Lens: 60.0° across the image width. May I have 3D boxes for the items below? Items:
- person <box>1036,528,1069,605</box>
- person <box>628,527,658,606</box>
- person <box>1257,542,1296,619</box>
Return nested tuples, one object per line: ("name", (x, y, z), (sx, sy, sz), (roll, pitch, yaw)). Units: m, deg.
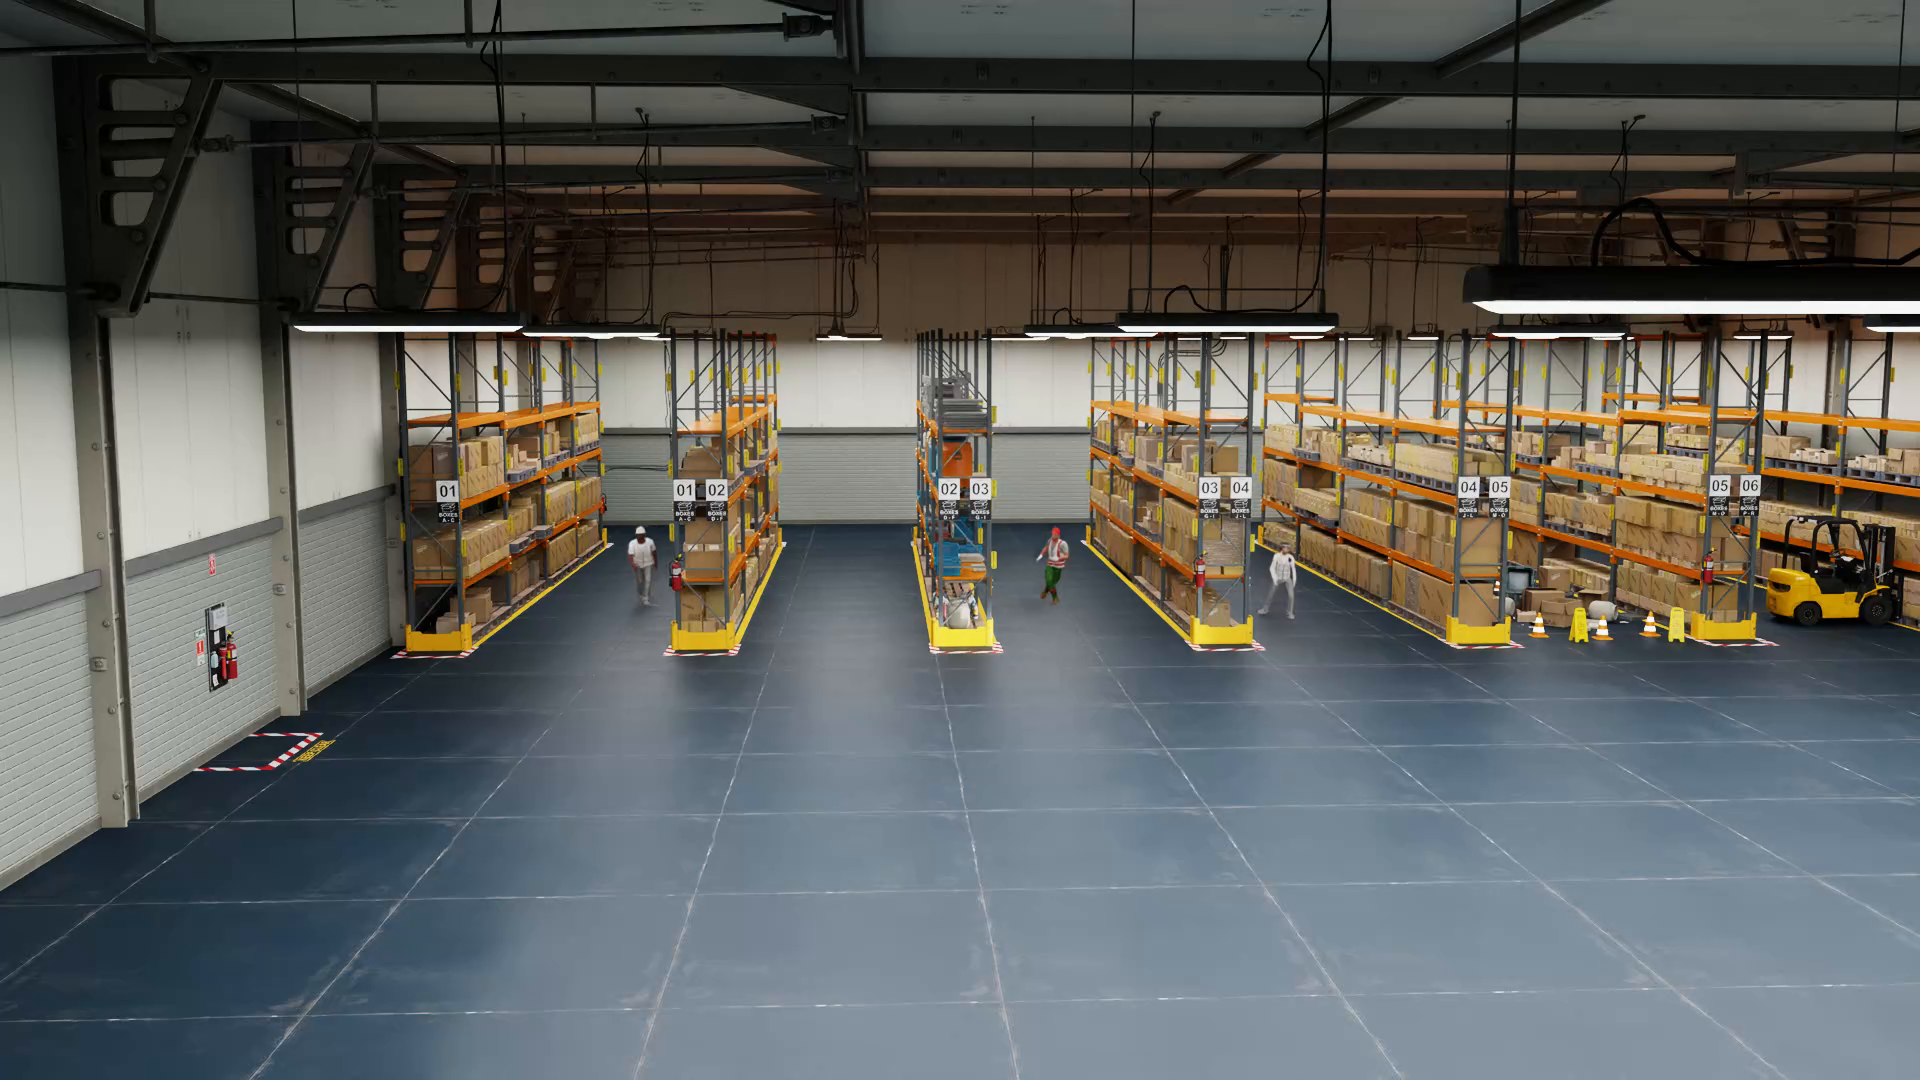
("person", (2.062, 0.568, 36.761), (0.786, 1.725, 0.698), (2, 7, 17))
("person", (-6.928, 0.557, 36.308), (0.609, 1.704, 0.975), (-1, 7, -5))
("person", (6.656, 0.818, 34.899), (0.779, 1.616, 0.714), (1, 7, 7))
